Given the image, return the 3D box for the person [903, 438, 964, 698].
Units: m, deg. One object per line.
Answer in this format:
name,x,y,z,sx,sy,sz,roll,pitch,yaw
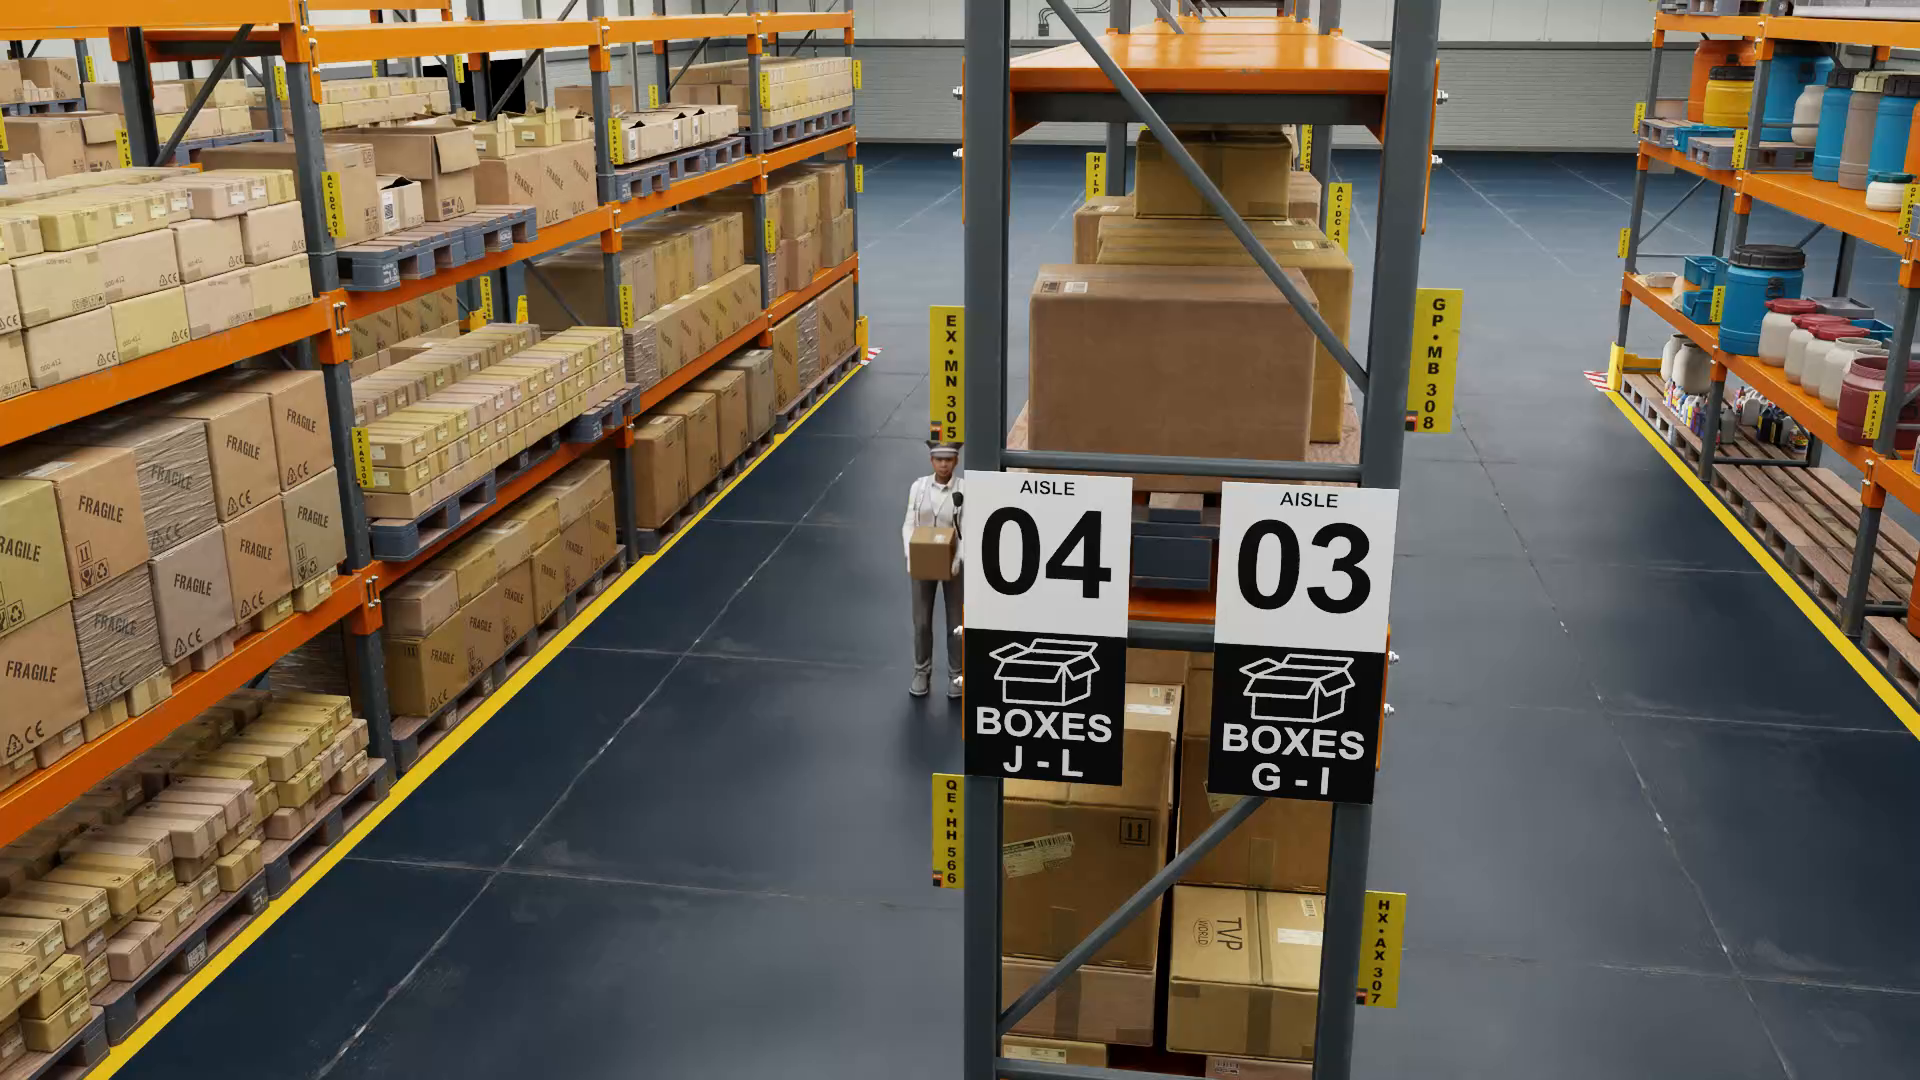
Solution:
person,-0.132,0.178,10.465,0.460,1.686,0.564,3,18,8
